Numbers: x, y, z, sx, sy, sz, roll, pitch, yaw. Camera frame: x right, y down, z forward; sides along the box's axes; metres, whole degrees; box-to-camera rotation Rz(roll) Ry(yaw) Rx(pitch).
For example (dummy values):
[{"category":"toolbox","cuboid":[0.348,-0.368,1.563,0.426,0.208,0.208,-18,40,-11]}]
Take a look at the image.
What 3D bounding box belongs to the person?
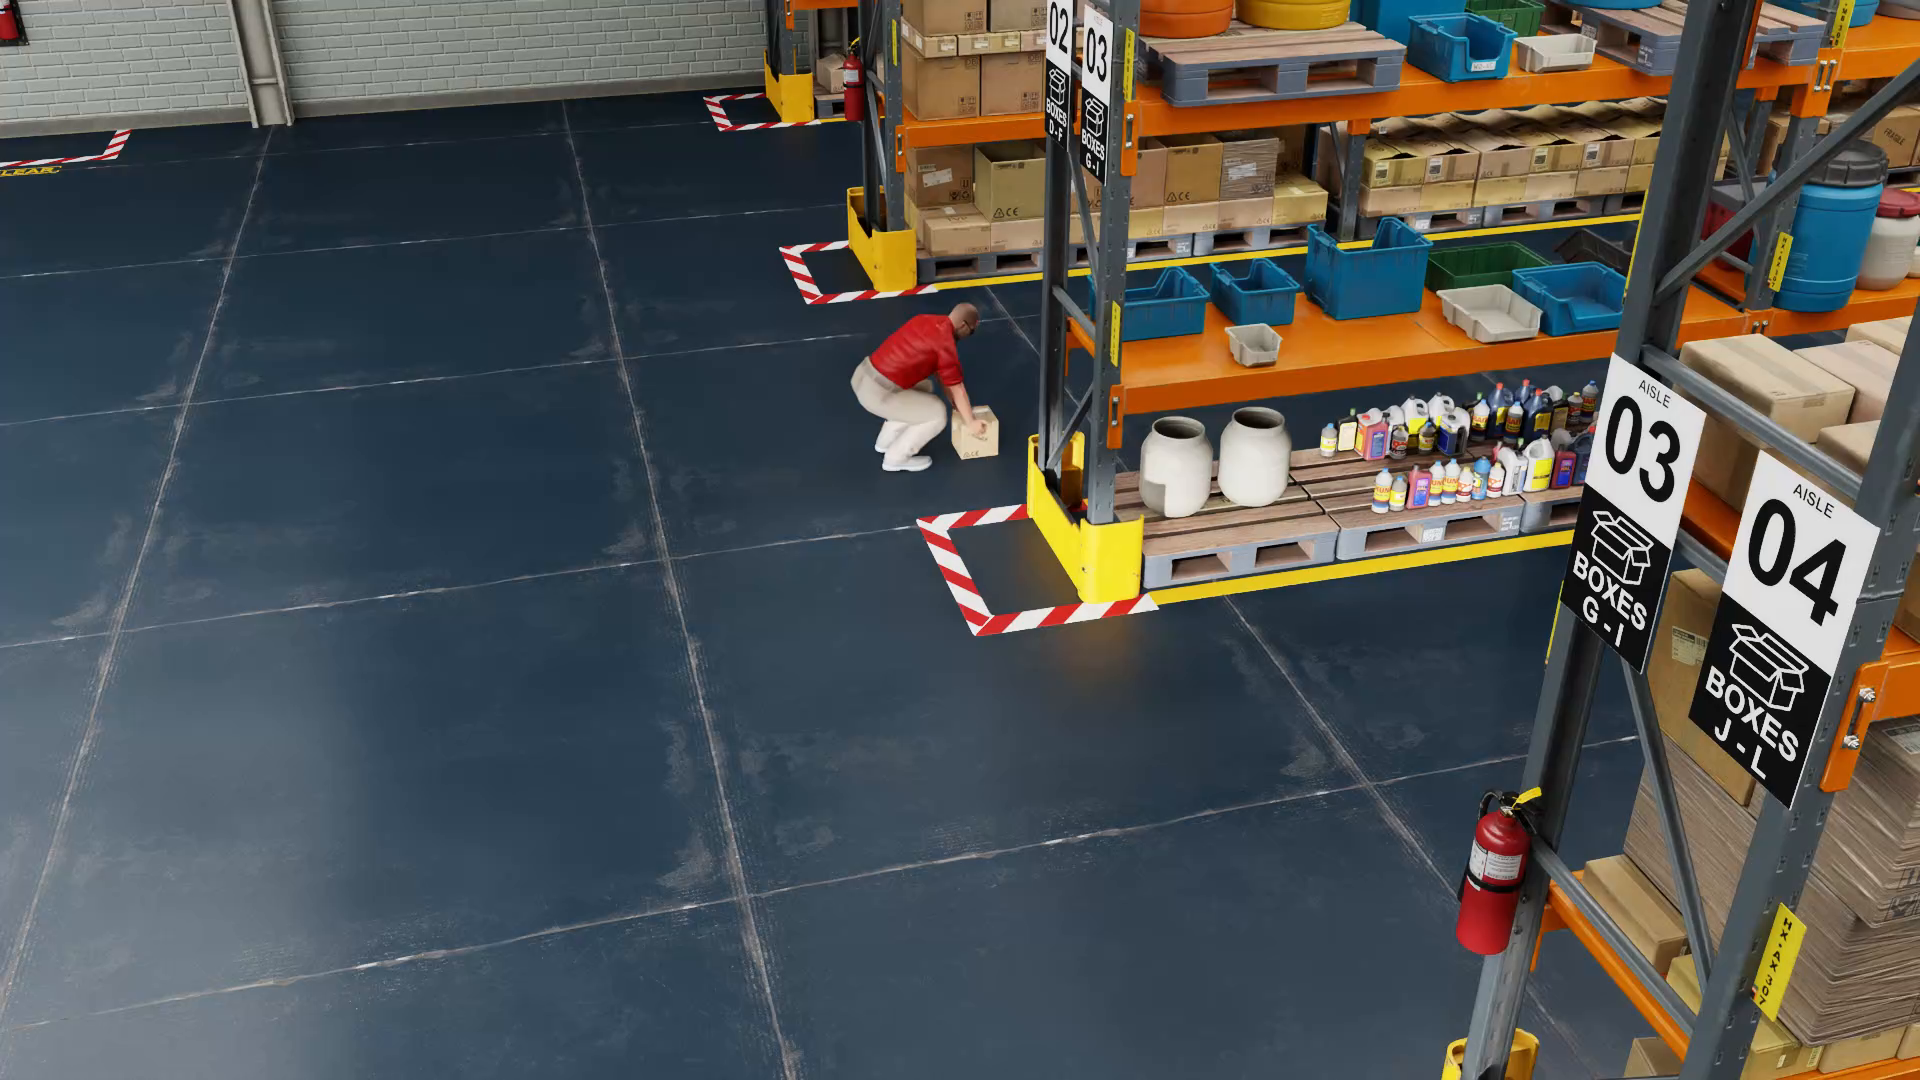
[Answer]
[{"category":"person","cuboid":[-0.270,-1.006,10.715,0.865,1.012,0.570,-8,31,-13]}]
